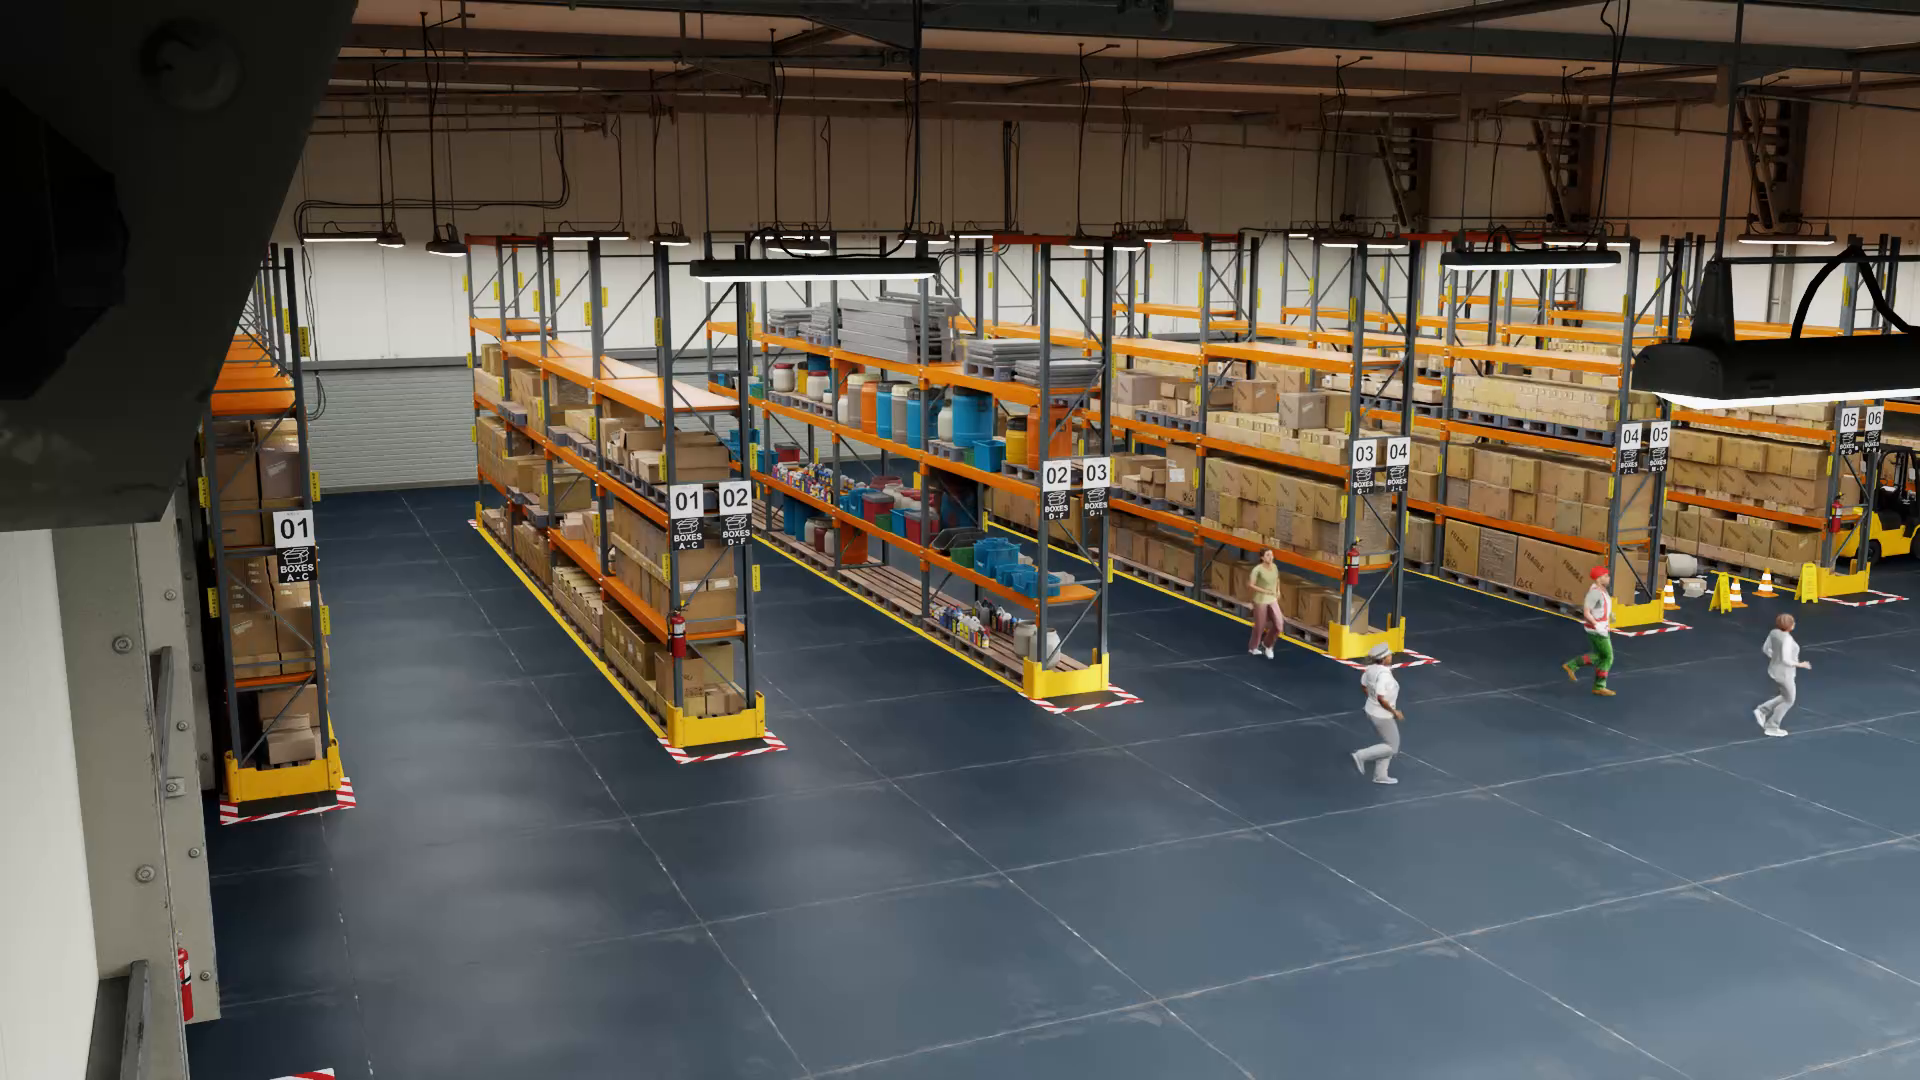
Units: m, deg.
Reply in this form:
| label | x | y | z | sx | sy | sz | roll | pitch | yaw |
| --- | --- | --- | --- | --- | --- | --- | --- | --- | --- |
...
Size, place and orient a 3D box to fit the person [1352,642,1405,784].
| label | x | y | z | sx | sy | sz | roll | pitch | yaw |
| --- | --- | --- | --- | --- | --- | --- | --- | --- | --- |
| person | 4.684 | 1.958 | 18.729 | 0.589 | 1.662 | 0.575 | -2 | 11 | -8 |

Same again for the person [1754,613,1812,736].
| label | x | y | z | sx | sy | sz | roll | pitch | yaw |
| --- | --- | --- | --- | --- | --- | --- | --- | --- | --- |
| person | 10.141 | 1.660 | 20.479 | 0.552 | 1.553 | 0.530 | 1 | 11 | 4 |

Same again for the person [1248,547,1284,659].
| label | x | y | z | sx | sy | sz | roll | pitch | yaw |
| --- | --- | --- | --- | --- | --- | --- | --- | --- | --- |
| person | 4.435 | 0.931 | 24.059 | 0.605 | 1.658 | 0.647 | -5 | 12 | -23 |

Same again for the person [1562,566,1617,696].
| label | x | y | z | sx | sy | sz | roll | pitch | yaw |
| --- | --- | --- | --- | --- | --- | --- | --- | --- | --- |
| person | 8.521 | 1.205 | 22.341 | 0.660 | 1.765 | 0.650 | 5 | 12 | 22 |
